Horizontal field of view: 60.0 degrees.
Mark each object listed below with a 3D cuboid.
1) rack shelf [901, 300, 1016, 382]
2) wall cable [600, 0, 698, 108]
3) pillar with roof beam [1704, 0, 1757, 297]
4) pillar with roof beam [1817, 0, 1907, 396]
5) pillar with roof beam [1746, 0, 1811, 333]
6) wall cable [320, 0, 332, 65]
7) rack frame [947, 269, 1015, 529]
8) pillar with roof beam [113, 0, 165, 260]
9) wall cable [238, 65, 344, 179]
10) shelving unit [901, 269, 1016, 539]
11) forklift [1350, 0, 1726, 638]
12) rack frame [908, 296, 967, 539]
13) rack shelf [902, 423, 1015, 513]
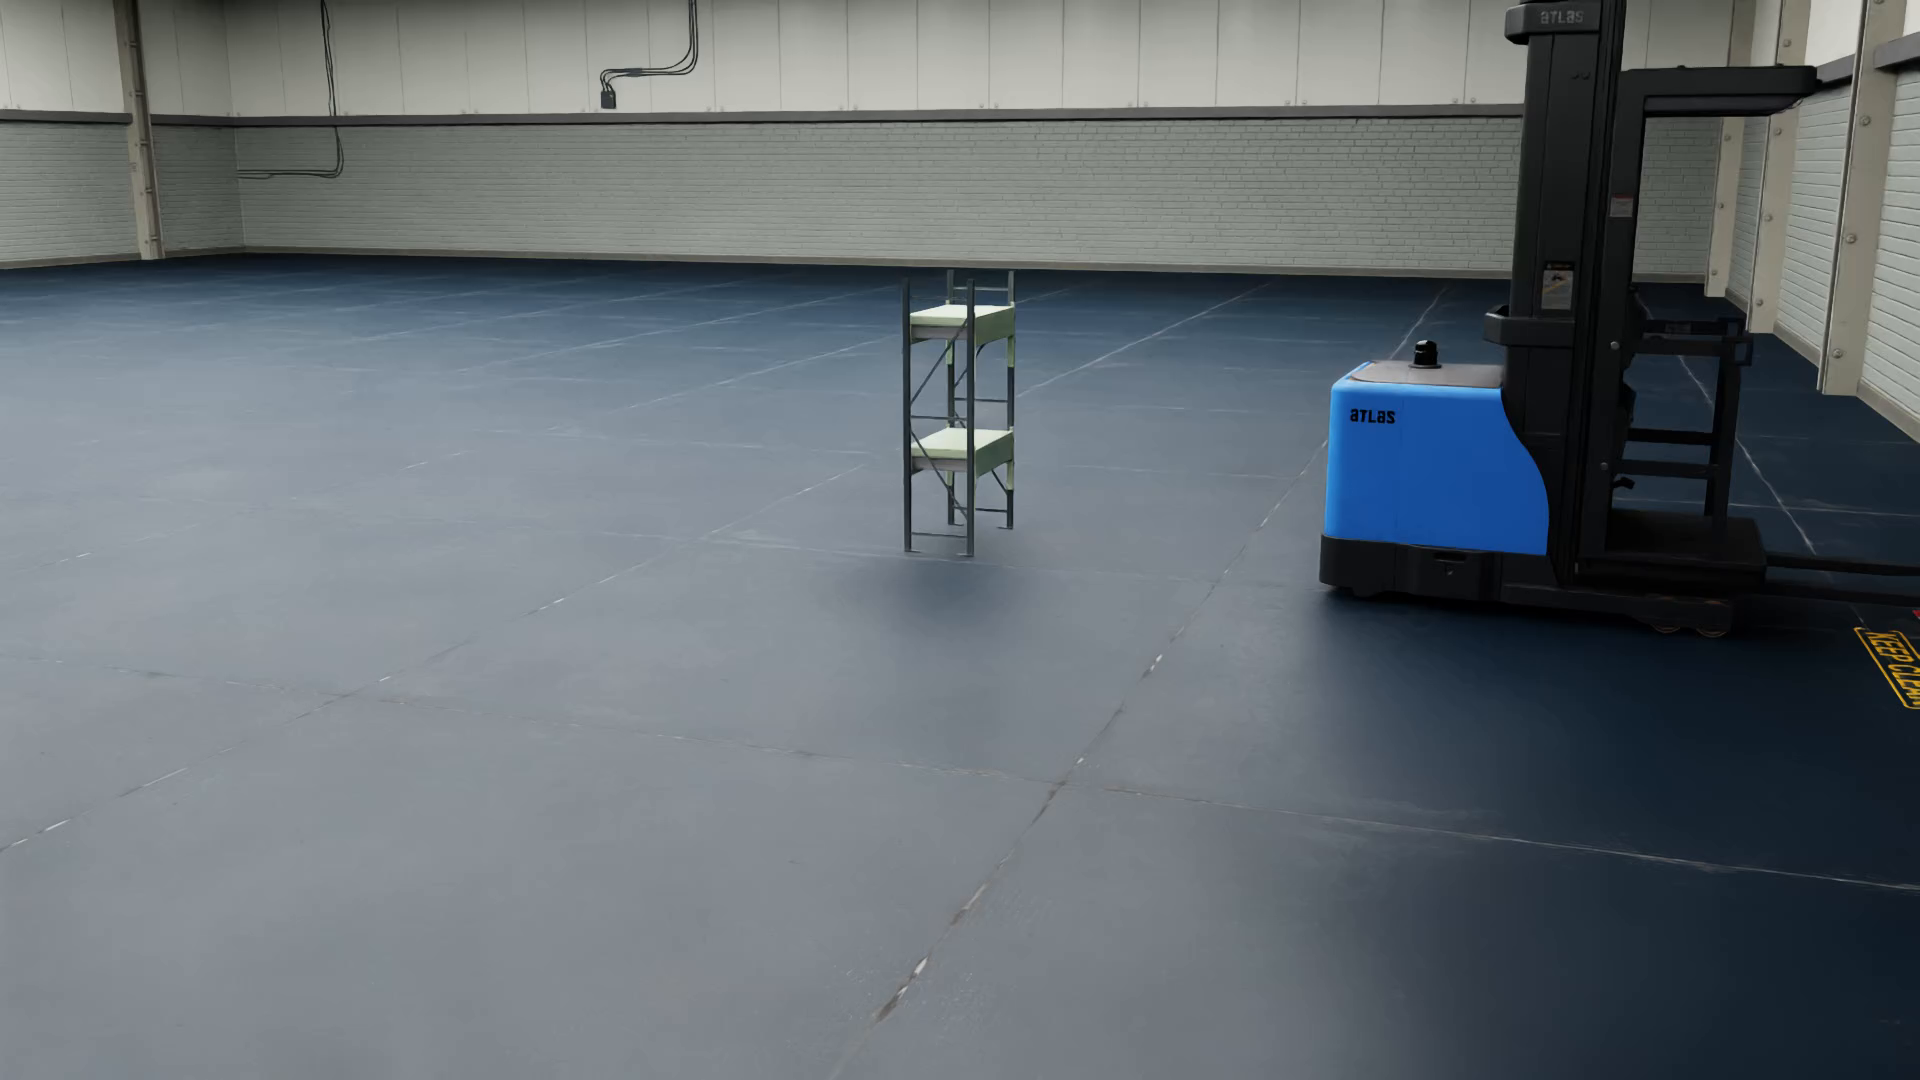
[{"bbox_3d":[0.002,-1.113,9.240,0.431,0.370,0.720,4,14,18],"label":"rack shelf"},{"bbox_3d":[-6.545,-12.055,34.438,2.305,6.003,0.169,4,14,18],"label":"wall cable"},{"bbox_3d":[8.005,-8.601,26.946,9.100,9.000,0.400,4,14,18],"label":"pillar with roof beam"},{"bbox_3d":[4.123,-6.074,15.877,9.100,9.000,0.400,4,14,18],"label":"pillar with roof beam"},{"bbox_3d":[6.064,-7.337,21.412,9.100,9.000,0.400,4,14,18],"label":"pillar with roof beam"},{"bbox_3d":[-12.963,-11.837,36.756,3.097,2.526,0.112,4,14,18],"label":"wall cable"},{"bbox_3d":[0.121,-0.810,9.665,0.400,1.500,0.023,4,14,18],"label":"rack frame"},{"bbox_3d":[-13.653,-10.249,34.167,9.100,9.000,0.400,4,14,18],"label":"pillar with roof beam"},{"bbox_3d":[-15.522,-9.570,38.171,3.097,2.526,0.112,4,14,18],"label":"wall cable"},{"bbox_3d":[0.003,-0.733,9.330,0.431,1.500,0.748,4,14,18],"label":"shelving unit"},{"bbox_3d":[-9.335,-0.904,7.003,23.662,2.867,12.354,5,14,22],"label":"forklift"},{"bbox_3d":[-0.118,-0.656,8.990,0.380,1.308,0.010,4,14,18],"label":"rack frame"},{"bbox_3d":[0.002,-0.415,9.400,0.431,0.370,0.720,4,14,18],"label":"rack shelf"}]
